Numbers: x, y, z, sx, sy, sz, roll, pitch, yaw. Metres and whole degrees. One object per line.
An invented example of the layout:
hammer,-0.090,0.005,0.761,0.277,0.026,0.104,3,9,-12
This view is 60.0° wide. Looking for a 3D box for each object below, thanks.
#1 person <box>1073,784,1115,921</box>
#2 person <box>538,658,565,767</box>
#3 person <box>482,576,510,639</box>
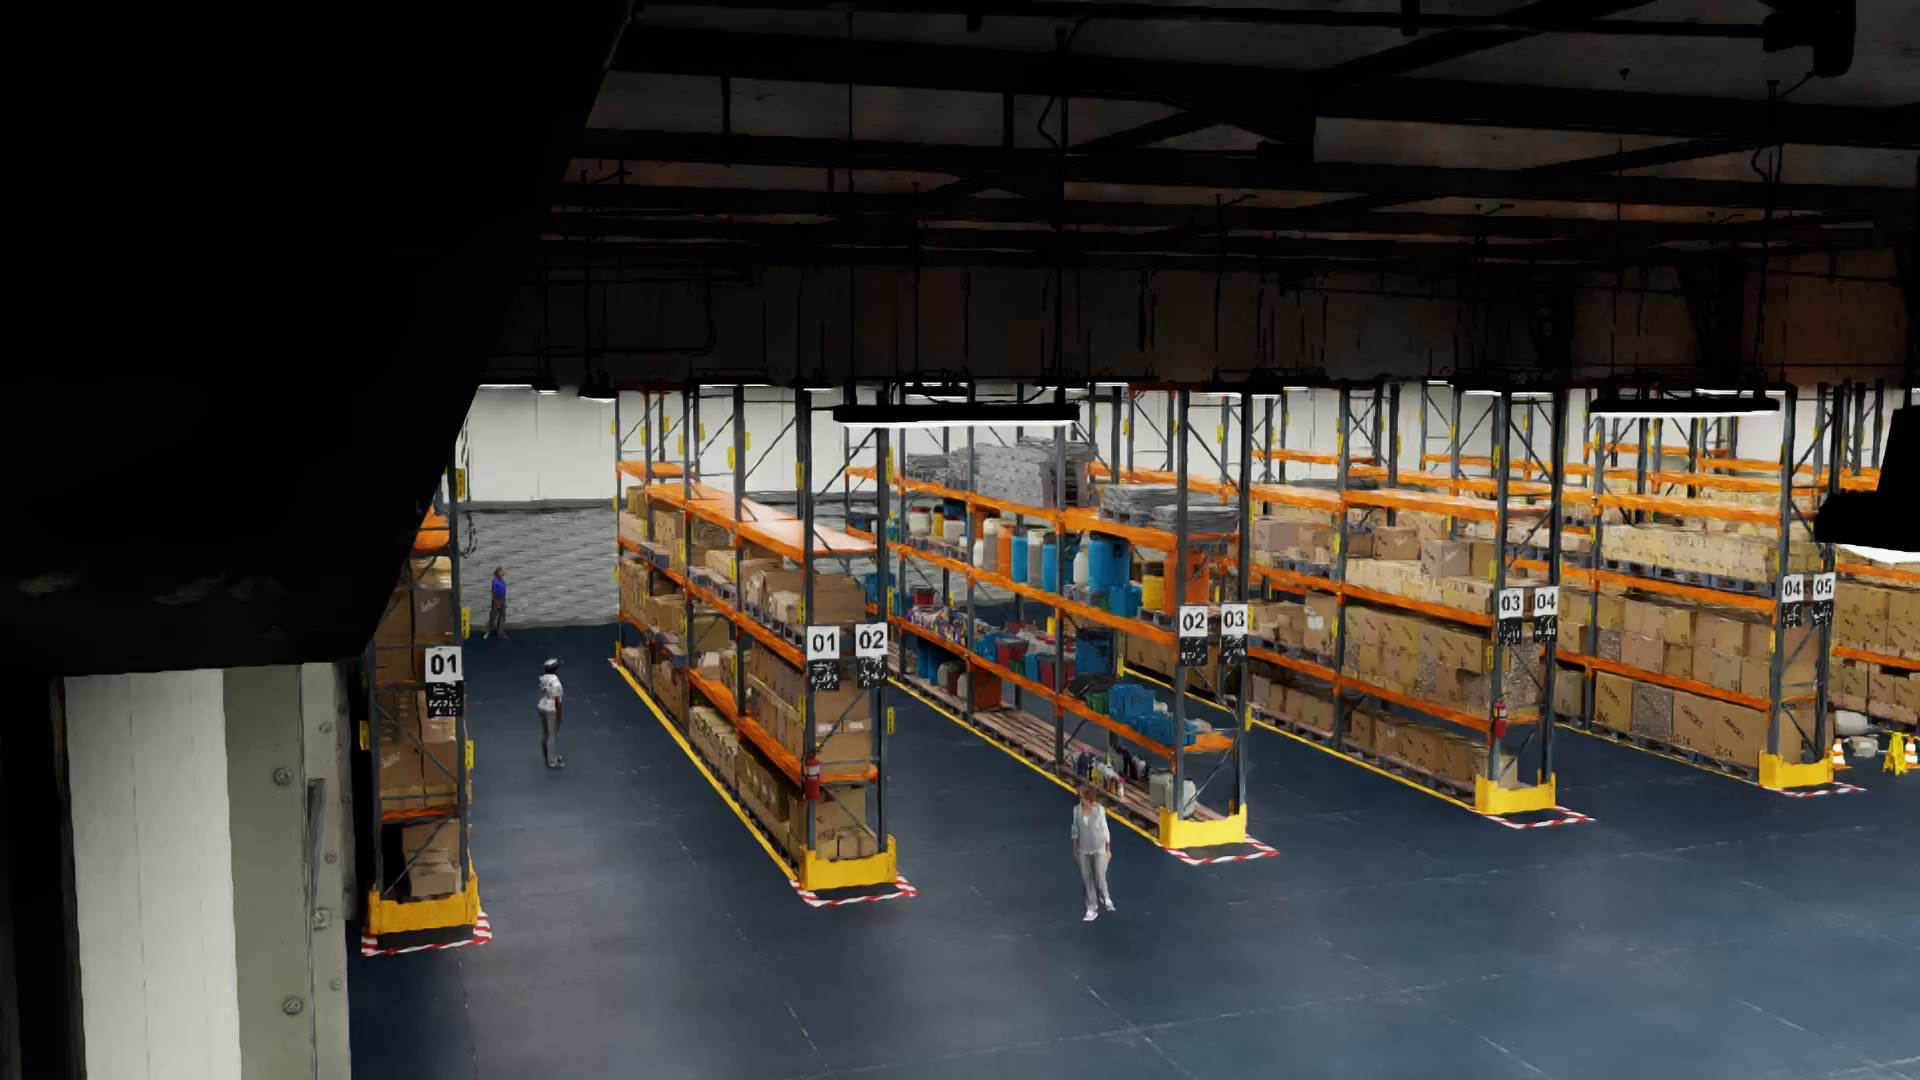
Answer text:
person,1.521,3.541,18.954,0.467,1.590,0.476,2,6,20
person,-6.425,2.709,26.271,0.551,1.683,0.440,6,8,44
person,-10.769,1.556,38.463,0.451,1.450,0.650,2,6,19
